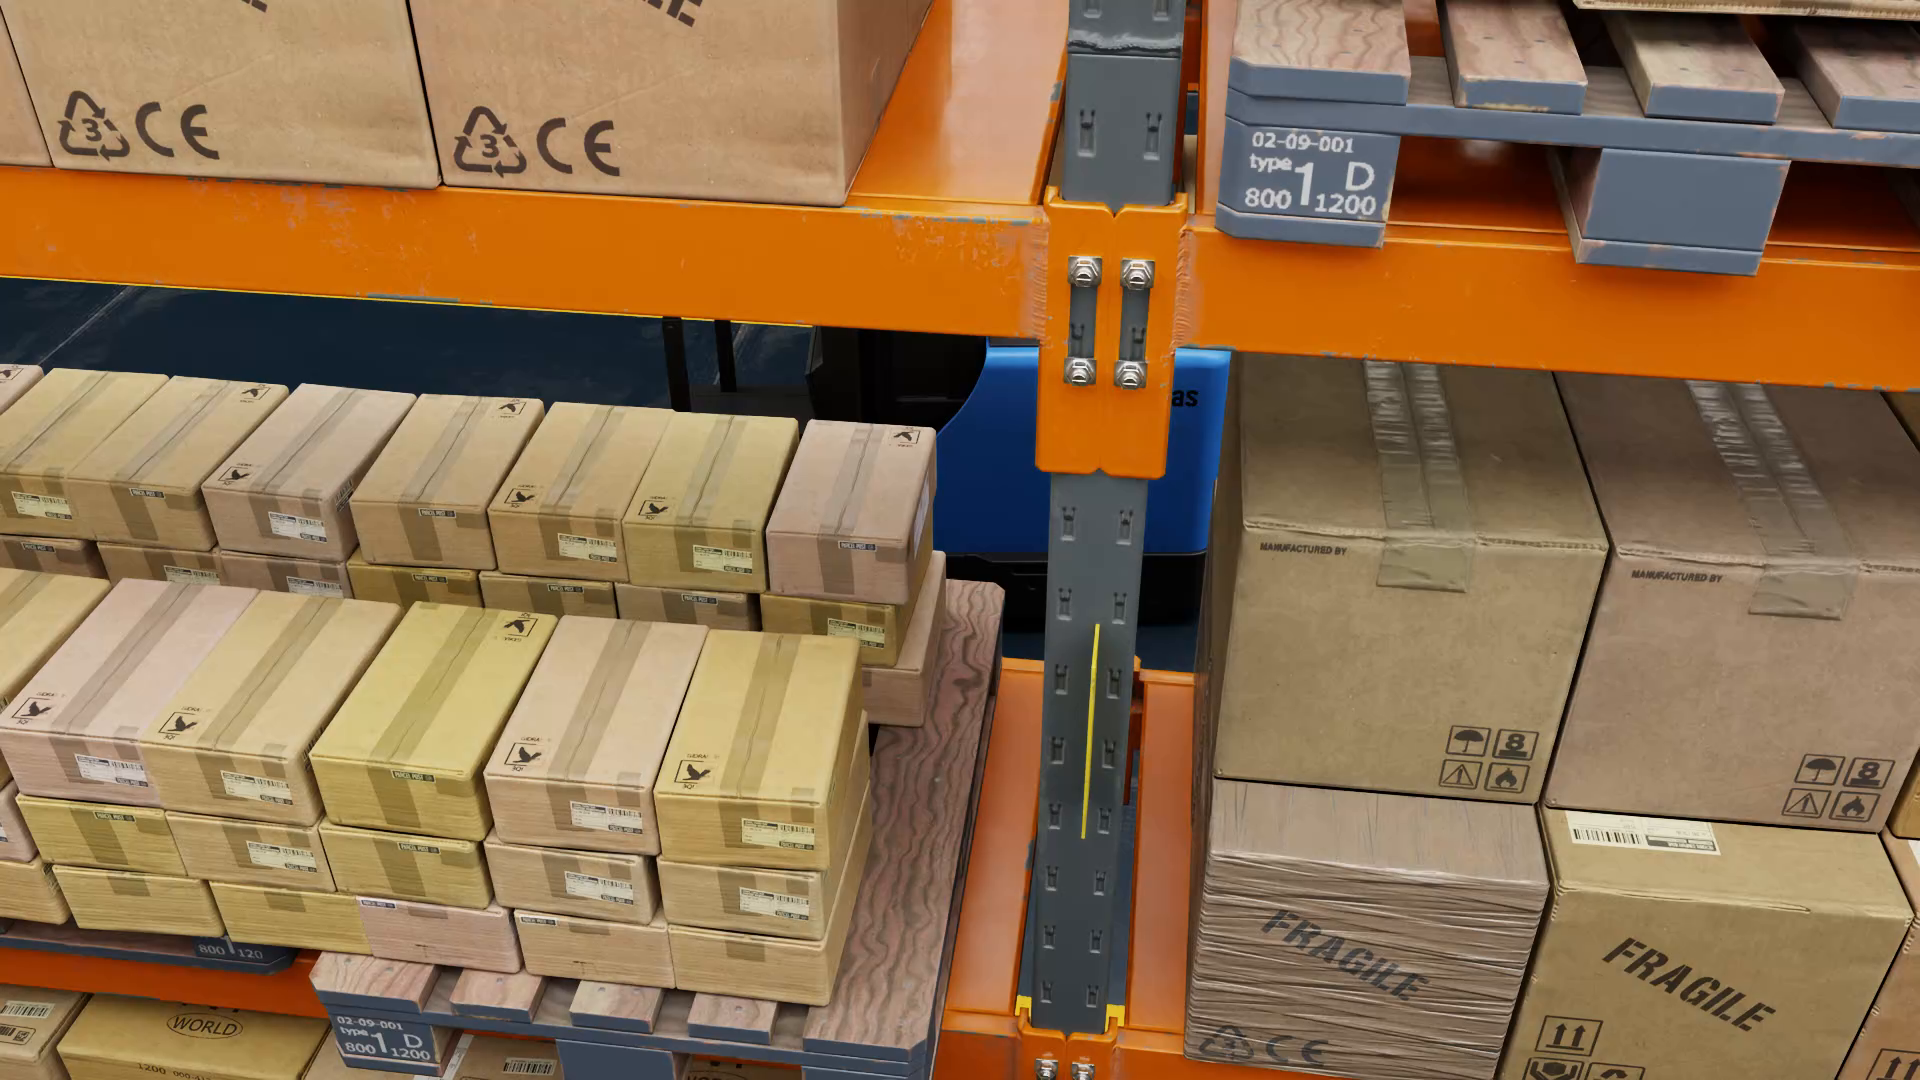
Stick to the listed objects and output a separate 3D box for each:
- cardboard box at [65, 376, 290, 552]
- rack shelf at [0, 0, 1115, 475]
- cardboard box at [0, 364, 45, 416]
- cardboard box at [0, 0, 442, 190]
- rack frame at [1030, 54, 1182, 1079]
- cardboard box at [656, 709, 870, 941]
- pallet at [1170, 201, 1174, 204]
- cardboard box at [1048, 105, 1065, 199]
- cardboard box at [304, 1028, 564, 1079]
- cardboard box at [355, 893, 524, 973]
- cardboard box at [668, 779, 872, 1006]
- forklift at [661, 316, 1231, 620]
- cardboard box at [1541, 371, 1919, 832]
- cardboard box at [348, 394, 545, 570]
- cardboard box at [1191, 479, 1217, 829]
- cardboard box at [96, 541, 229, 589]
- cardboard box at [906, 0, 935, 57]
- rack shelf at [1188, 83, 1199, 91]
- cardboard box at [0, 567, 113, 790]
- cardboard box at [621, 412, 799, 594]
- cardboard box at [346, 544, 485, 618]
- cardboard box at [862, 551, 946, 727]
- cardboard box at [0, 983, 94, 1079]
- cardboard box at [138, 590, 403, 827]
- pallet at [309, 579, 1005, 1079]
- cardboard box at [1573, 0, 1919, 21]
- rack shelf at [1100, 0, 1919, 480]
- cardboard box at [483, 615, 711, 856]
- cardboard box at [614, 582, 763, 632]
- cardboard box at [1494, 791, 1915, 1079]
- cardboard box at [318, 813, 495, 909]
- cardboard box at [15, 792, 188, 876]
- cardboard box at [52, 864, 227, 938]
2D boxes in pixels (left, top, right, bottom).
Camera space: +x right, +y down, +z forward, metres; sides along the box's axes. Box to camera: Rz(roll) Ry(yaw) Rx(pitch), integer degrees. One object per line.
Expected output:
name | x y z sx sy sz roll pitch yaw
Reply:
cardboard box | -1.493 -0.154 3.226 0.250 0.149 0.380 5 36 7
rack shelf | -1.739 -0.677 2.654 4.000 0.370 1.077 4 36 6
cardboard box | -2.007 -0.194 3.282 0.250 0.149 0.380 3 36 4
cardboard box | -0.852 -0.788 2.104 0.500 0.500 0.500 4 36 6
rack frame | 0.245 0.399 3.109 0.127 3.000 1.000 4 36 6
cardboard box | -0.303 0.435 2.657 0.250 0.149 0.380 5 36 7
pallet | 1.550 -1.267 7.843 1.213 0.211 1.003 4 36 6
cardboard box | 0.100 -1.866 7.749 0.875 0.875 0.875 4 36 6
cardboard box | -0.970 1.010 3.398 0.500 0.250 0.500 5 36 7
cardboard box | -0.805 0.521 2.793 0.250 0.149 0.380 5 36 7
cardboard box | -0.303 0.559 2.740 0.250 0.149 0.380 5 36 7
forklift | -0.630 -1.193 5.398 3.031 2.935 1.130 0 36 0
cardboard box | 1.190 0.027 2.683 0.500 0.500 0.700 4 36 5
cardboard box | -0.961 -0.116 3.174 0.250 0.149 0.380 3 36 4
cardboard box | 0.725 0.237 3.250 0.500 0.500 0.500 4 36 6
cardboard box | -1.487 -0.036 3.318 0.250 0.149 0.380 4 36 6
cardboard box | -0.288 -1.058 2.482 0.500 0.500 0.500 4 36 6
rack shelf | 2.758 -2.020 7.117 4.000 0.370 1.077 4 36 6
cardboard box | -1.582 0.219 2.703 0.250 0.149 0.380 6 36 8
cardboard box | -0.456 -0.076 3.117 0.250 0.149 0.380 3 36 5
cardboard box | -0.994 0.003 3.263 0.250 0.149 0.380 4 36 6
cardboard box | -0.174 0.181 3.269 0.250 0.149 0.380 4 36 5
cardboard box | -1.990 0.930 3.510 0.500 0.250 0.500 6 36 8
cardboard box | -1.074 0.259 2.647 0.250 0.149 0.380 5 36 7
pallet | -0.476 0.486 3.152 1.003 0.211 1.213 4 36 6
cardboard box | 0.934 -0.817 1.859 0.500 0.311 0.500 4 36 6
rack shelf | 2.228 -0.381 2.239 4.000 0.370 1.077 4 36 6
cardboard box | -0.549 0.296 2.595 0.250 0.149 0.380 4 36 5
cardboard box | -0.479 0.039 3.212 0.250 0.149 0.380 6 36 8
cardboard box | 1.160 0.583 2.765 0.500 0.500 0.500 4 36 6
cardboard box | -0.830 0.398 2.708 0.250 0.149 0.380 5 36 7
cardboard box | -1.324 0.360 2.762 0.250 0.149 0.380 4 36 6
cardboard box | -1.318 0.481 2.849 0.250 0.149 0.380 3 36 4
